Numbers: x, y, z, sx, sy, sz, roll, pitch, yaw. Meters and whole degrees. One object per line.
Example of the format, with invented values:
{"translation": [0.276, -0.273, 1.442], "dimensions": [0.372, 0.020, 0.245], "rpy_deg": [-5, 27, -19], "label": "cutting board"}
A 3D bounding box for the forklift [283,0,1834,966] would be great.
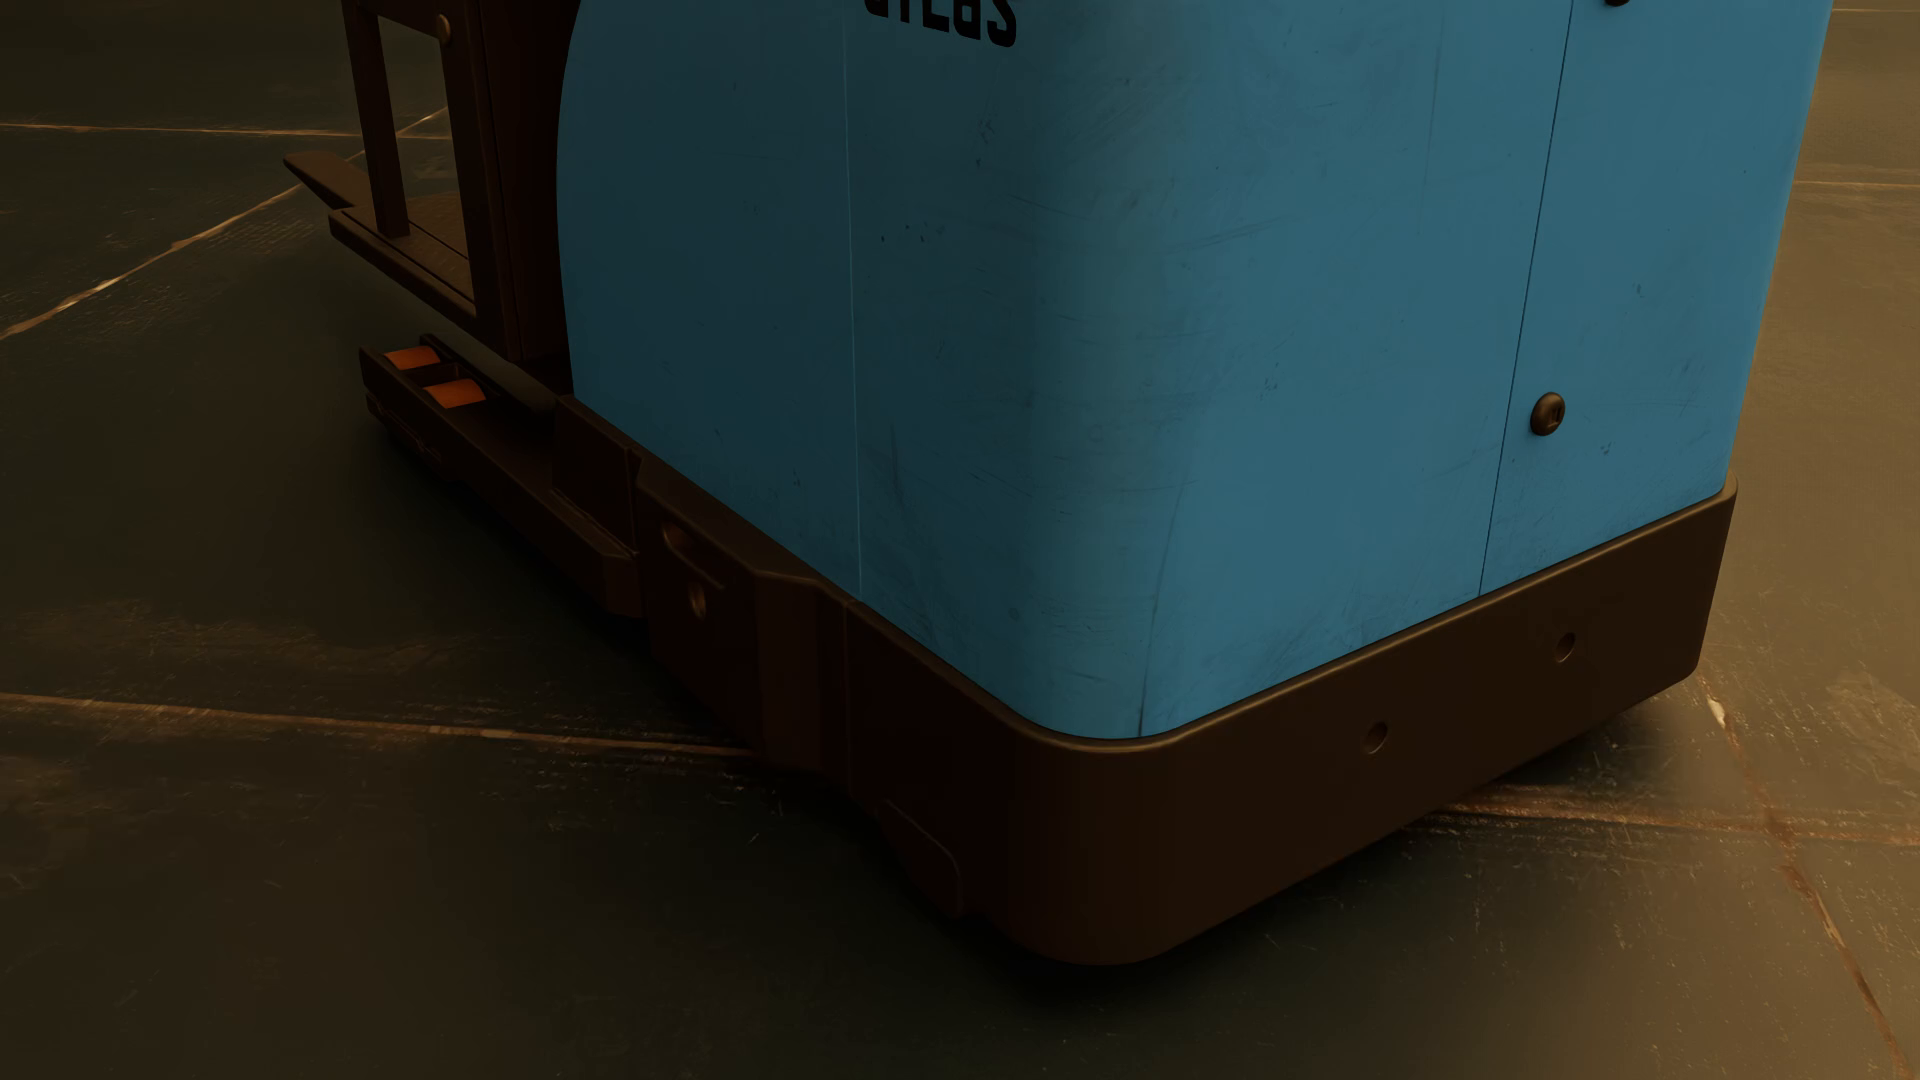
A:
{"translation": [-0.356, -1.517, 2.257], "dimensions": [1.130, 2.935, 3.031], "rpy_deg": [-18, 32, -32], "label": "forklift"}
